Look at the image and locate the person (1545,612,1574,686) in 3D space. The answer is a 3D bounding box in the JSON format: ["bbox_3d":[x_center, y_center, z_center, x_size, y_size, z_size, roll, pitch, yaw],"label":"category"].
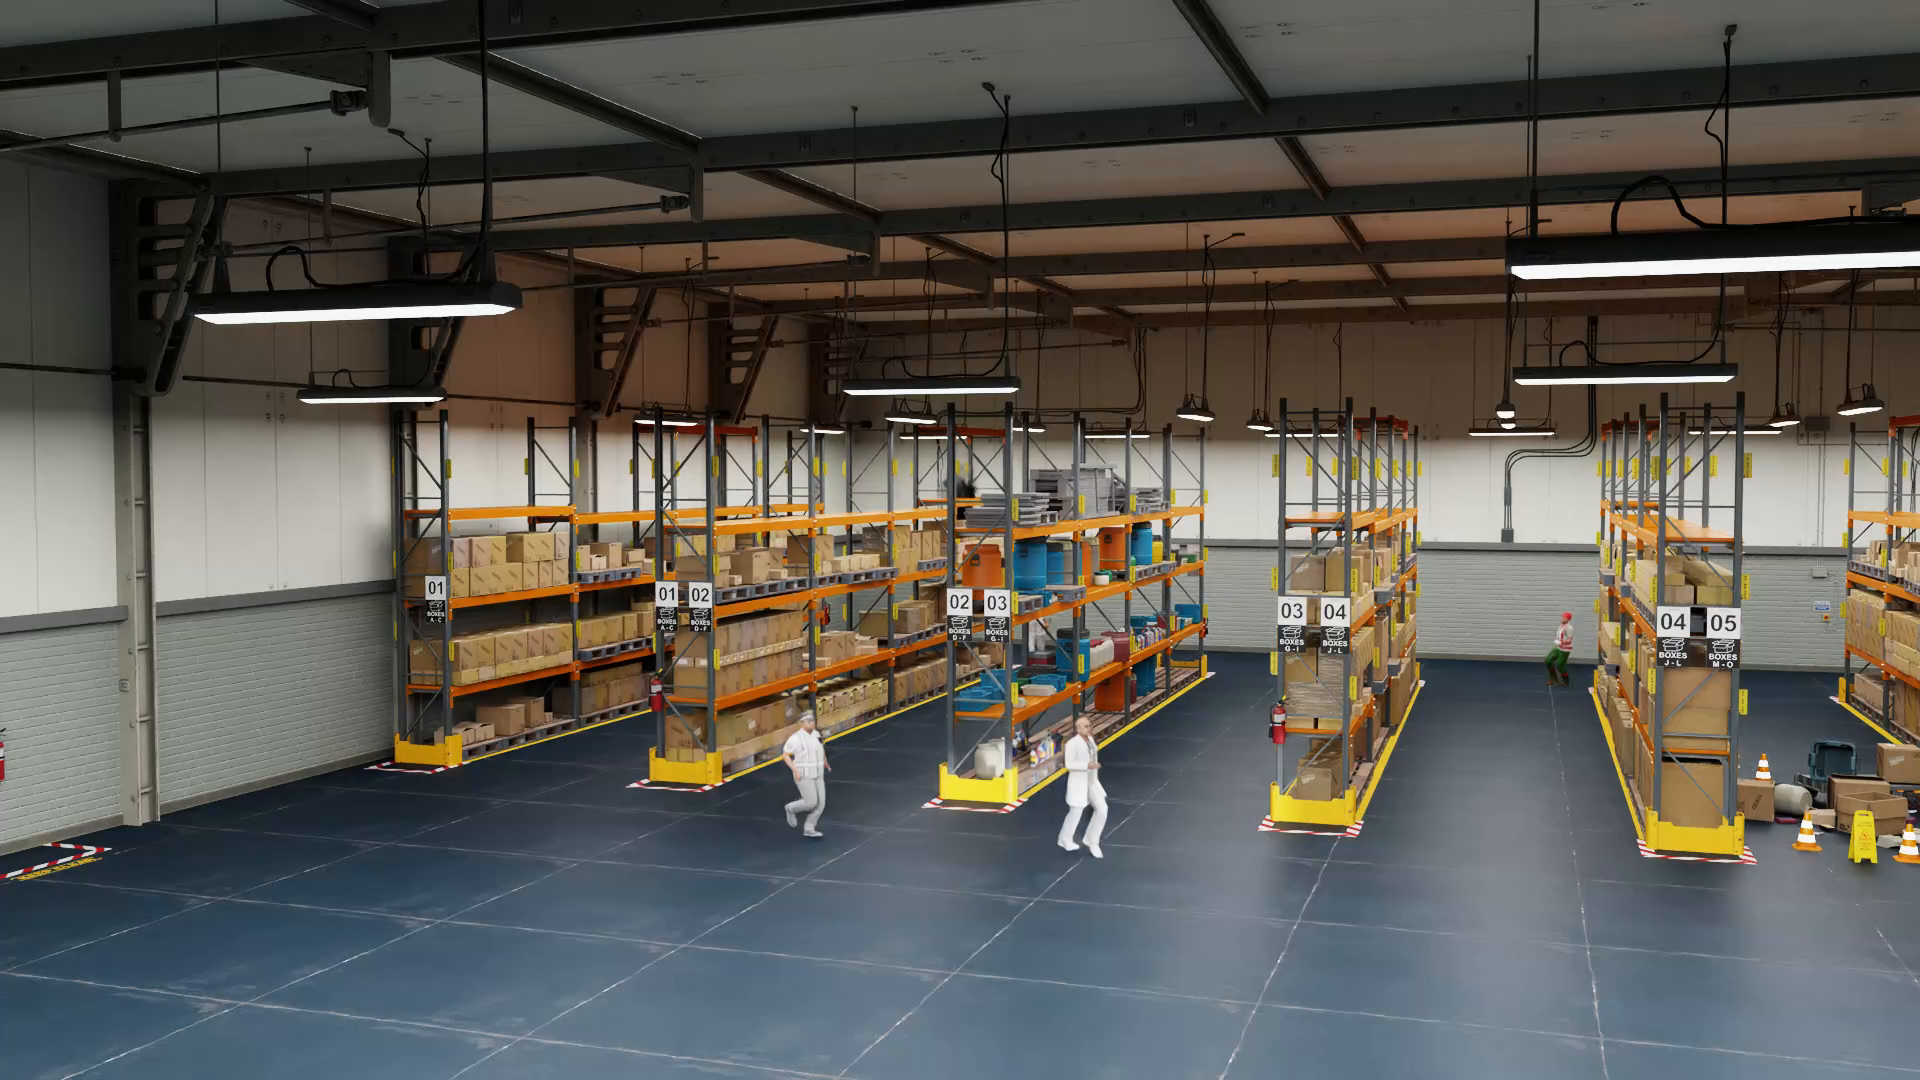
[{"bbox_3d":[13.822,2.517,38.210,0.623,1.734,0.684,0,2,-11],"label":"person"}]

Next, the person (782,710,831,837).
[{"bbox_3d":[-2.061,3.173,22.620,0.591,1.725,0.678,2,3,43],"label":"person"}]

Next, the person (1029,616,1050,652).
[{"bbox_3d":[1.765,2.229,38.451,0.624,1.794,0.947,0,2,8],"label":"person"}]

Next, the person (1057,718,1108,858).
[{"bbox_3d":[1.602,3.201,21.483,0.654,1.823,0.854,-2,3,-38],"label":"person"}]
